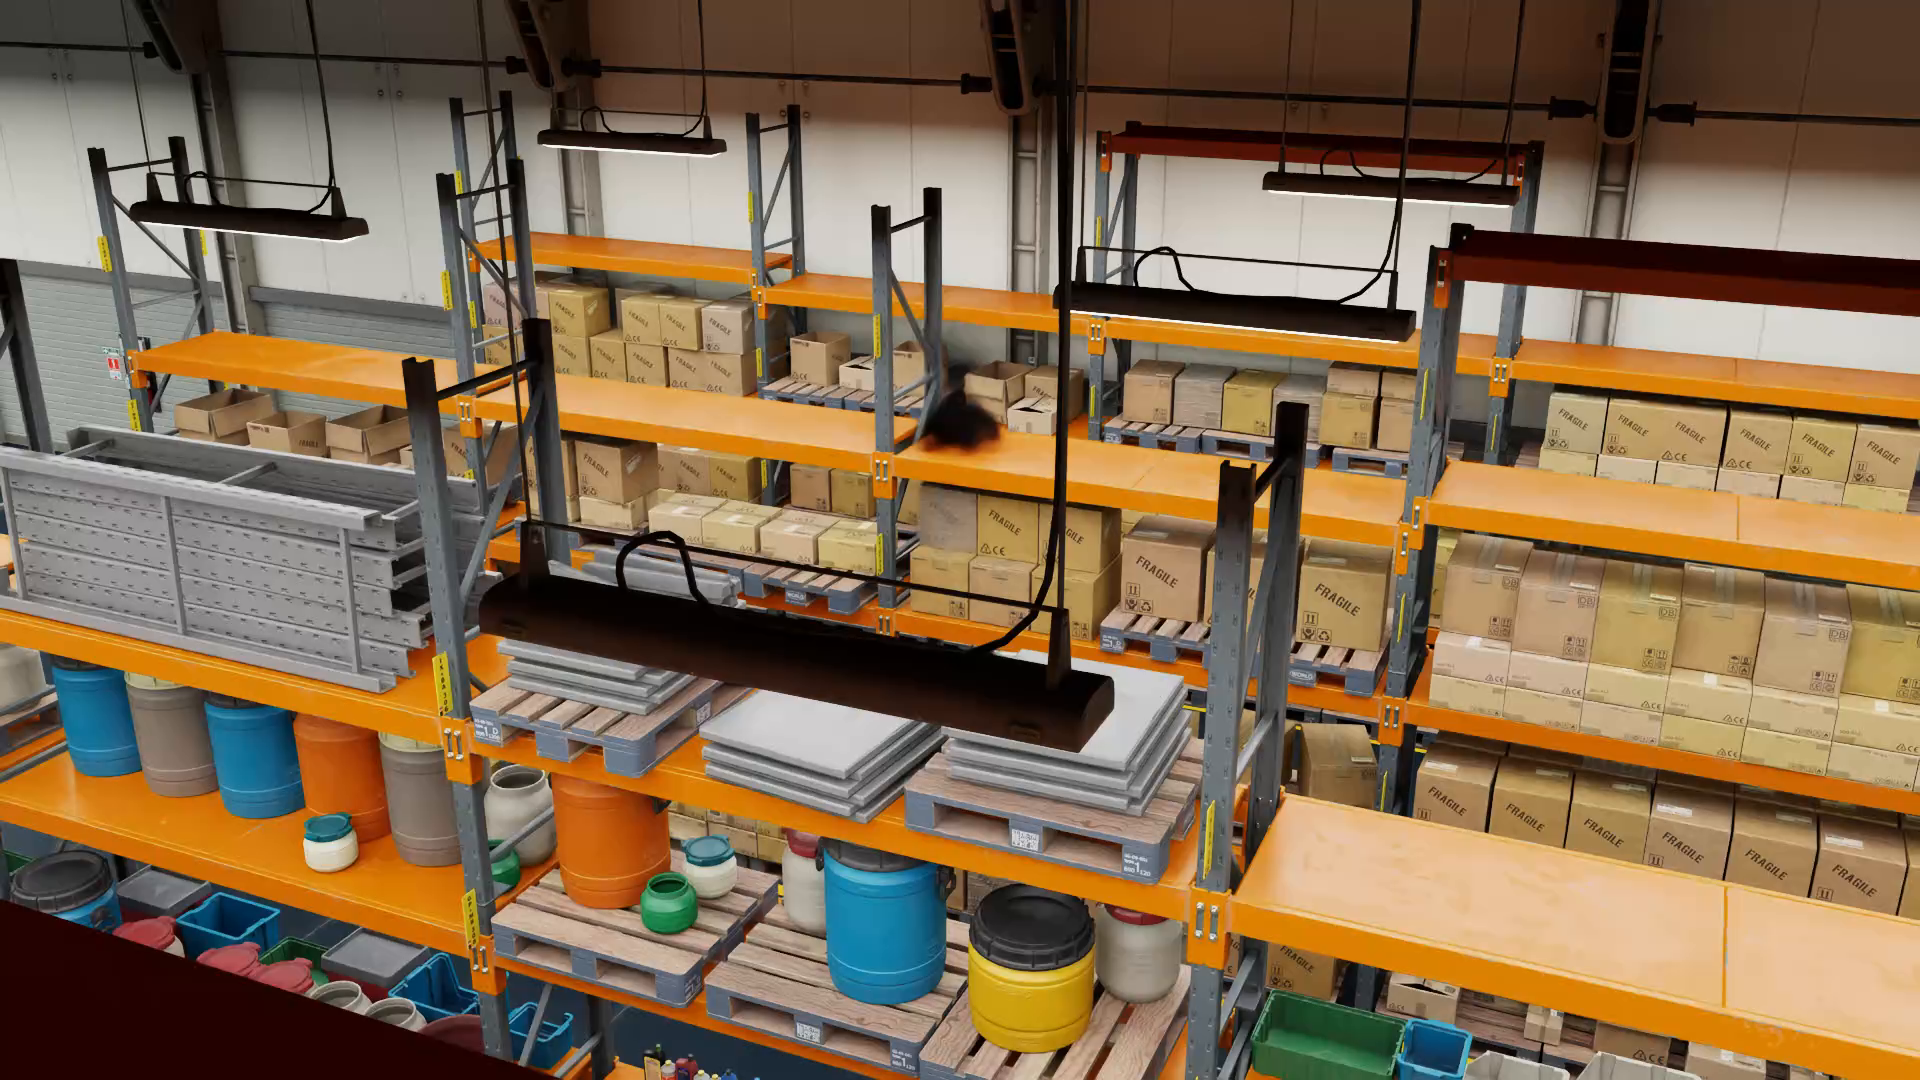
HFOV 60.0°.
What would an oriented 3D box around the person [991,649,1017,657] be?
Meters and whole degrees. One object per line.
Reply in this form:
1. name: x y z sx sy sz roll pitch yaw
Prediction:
1. person: 0.626 1.595 16.084 0.821 1.692 0.677 -1 21 -3
